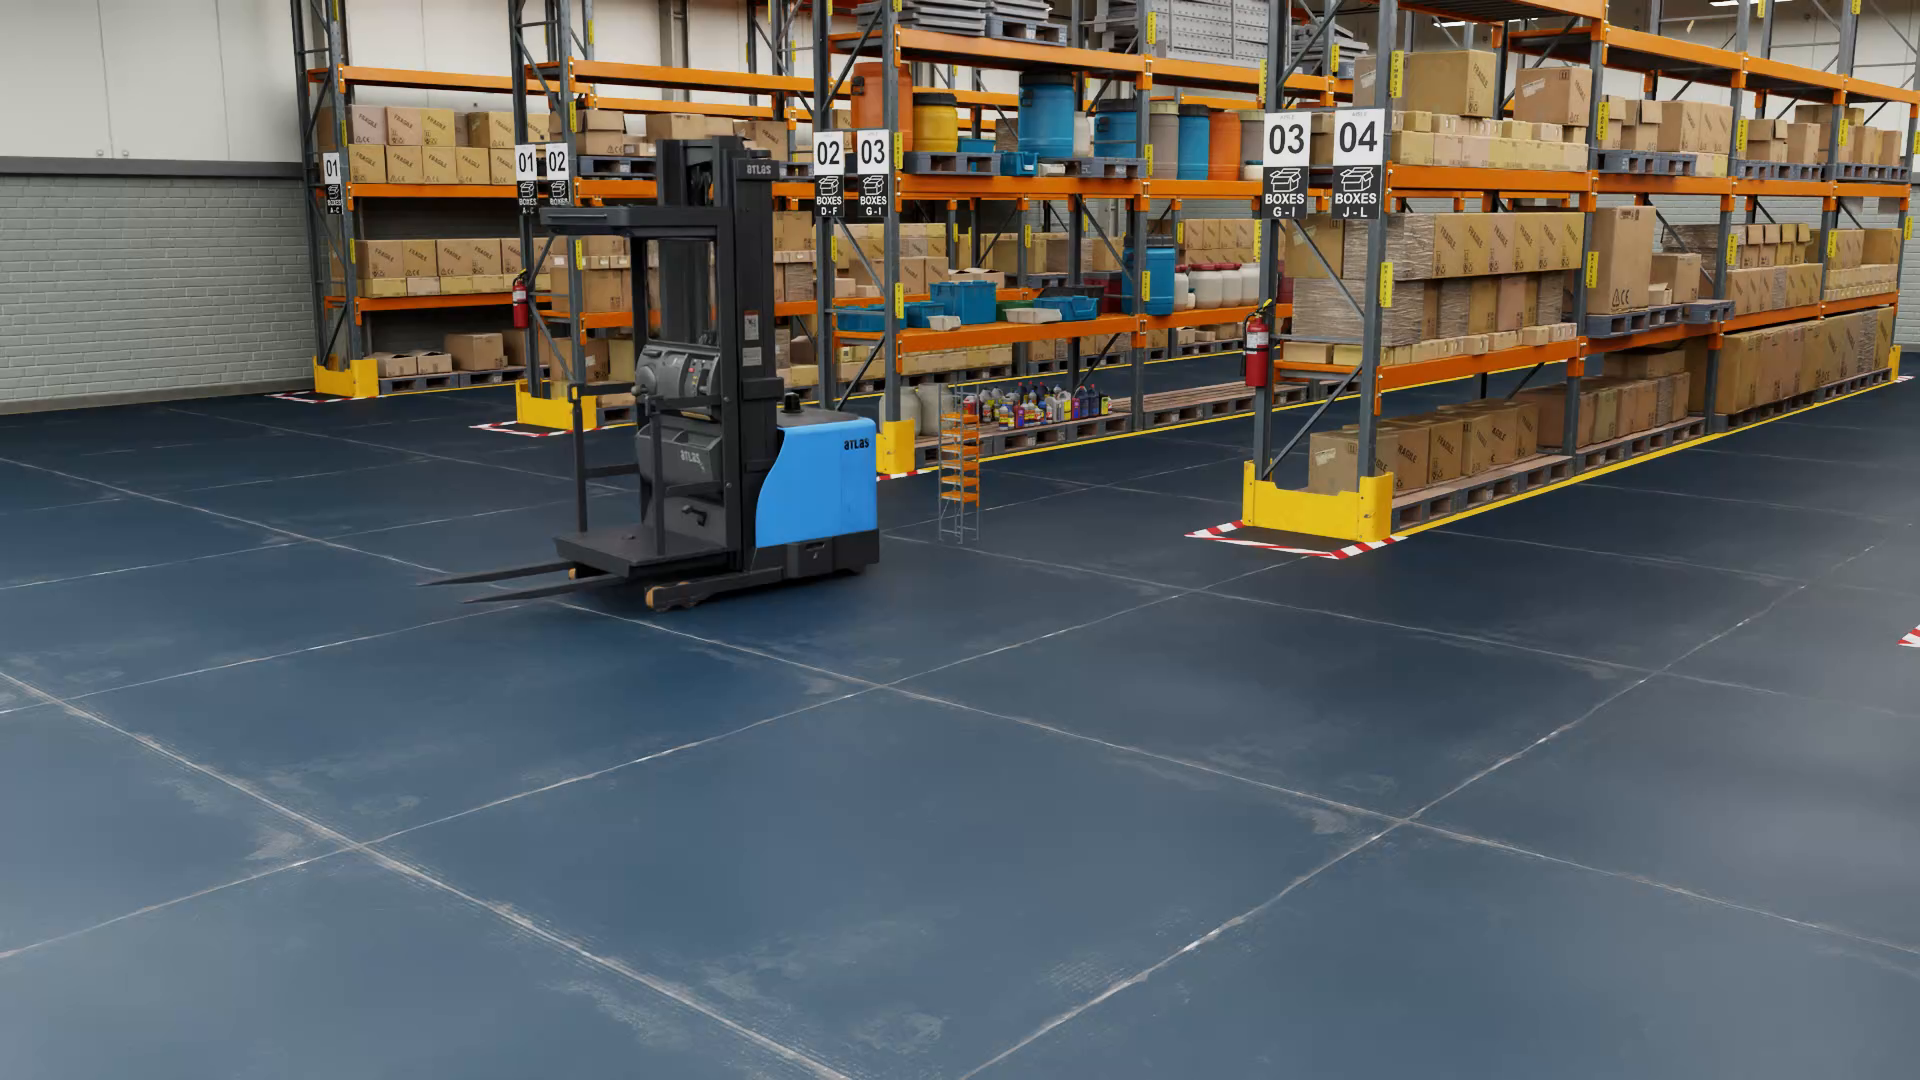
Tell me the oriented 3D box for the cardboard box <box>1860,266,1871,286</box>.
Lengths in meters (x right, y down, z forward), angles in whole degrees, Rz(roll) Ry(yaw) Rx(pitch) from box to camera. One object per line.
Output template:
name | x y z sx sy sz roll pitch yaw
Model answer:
cardboard box | 12.171 -3.630 22.849 0.500 0.250 0.500 10 15 40

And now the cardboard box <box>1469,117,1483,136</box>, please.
cardboard box | 3.982 -3.326 13.412 0.380 0.149 0.250 9 14 38

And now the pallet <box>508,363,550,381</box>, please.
pallet | -6.197 -2.575 25.062 1.003 0.211 1.213 10 15 40

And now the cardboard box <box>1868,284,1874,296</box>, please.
cardboard box | 12.472 -3.483 23.132 0.380 0.149 0.250 10 15 41

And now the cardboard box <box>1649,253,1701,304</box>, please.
cardboard box | 7.403 -2.788 17.684 0.500 0.500 0.700 -9 15 -39

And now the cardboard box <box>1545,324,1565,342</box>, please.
cardboard box | 5.289 -1.896 15.186 0.380 0.149 0.250 10 15 40

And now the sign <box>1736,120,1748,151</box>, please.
sign | 8.429 -4.367 17.937 0.100 0.325 0.005 10 15 40

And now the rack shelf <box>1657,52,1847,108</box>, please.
rack shelf | 9.343 -5.400 19.629 1.077 0.370 4.000 10 15 40

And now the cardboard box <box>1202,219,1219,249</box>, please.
cardboard box | 4.087 -5.231 28.434 0.500 0.500 0.500 9 15 39

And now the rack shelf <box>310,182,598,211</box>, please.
rack shelf | -7.100 -4.869 23.610 1.077 0.370 4.000 10 15 40

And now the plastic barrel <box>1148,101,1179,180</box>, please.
plastic barrel | 2.266 -4.680 19.548 0.600 0.901 0.600 0 11 0

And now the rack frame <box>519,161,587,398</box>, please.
rack frame | -4.697 -2.817 19.156 1.000 3.000 0.127 10 15 40

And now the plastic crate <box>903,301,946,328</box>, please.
plastic crate | -0.440 -2.310 16.999 0.499 0.251 0.408 10 15 40

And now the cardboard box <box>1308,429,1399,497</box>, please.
cardboard box | 3.167 -0.605 13.394 0.500 0.500 0.500 -9 14 -37

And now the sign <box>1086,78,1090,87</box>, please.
sign | 2.540 -9.177 33.098 0.100 0.325 0.005 10 15 40

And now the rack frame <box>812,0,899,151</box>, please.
rack frame | -0.979 -5.118 15.360 1.000 3.000 0.127 10 15 40

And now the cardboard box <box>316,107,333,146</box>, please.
cardboard box | -8.332 -5.574 22.444 0.500 0.500 0.500 11 15 43

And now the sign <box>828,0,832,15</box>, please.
sign | -1.656 -6.808 21.031 0.100 0.325 0.005 10 15 40

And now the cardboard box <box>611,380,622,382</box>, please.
cardboard box | -3.848 -1.799 20.006 0.500 0.250 0.500 10 15 40

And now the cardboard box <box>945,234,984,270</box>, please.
cardboard box | -0.129 -5.447 31.559 0.980 0.700 0.700 10 15 41

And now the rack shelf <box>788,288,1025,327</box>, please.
rack shelf | -0.736 -3.347 23.647 1.077 0.370 4.000 10 15 40

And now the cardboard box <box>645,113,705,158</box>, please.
cardboard box | -3.395 -4.821 19.844 0.500 0.500 0.500 10 15 40

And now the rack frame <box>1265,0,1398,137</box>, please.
rack frame | 2.742 -4.477 12.154 1.000 3.000 0.127 10 15 40

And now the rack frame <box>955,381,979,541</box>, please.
rack frame | 0.051 -0.600 12.650 0.240 1.200 0.006 10 15 40

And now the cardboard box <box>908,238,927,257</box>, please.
cardboard box | -0.944 -5.250 30.274 0.500 0.500 0.500 10 15 41

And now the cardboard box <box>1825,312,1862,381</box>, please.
cardboard box | 11.753 -2.684 22.845 0.875 0.875 0.875 10 15 40

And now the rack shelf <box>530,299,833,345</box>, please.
rack shelf | -3.377 -2.758 20.700 1.077 0.370 4.000 10 15 40

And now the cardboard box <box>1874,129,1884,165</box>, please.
cardboard box | 12.539 -5.514 23.418 0.700 0.500 0.500 9 14 38

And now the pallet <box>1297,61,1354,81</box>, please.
pallet | 4.802 -6.108 21.822 1.213 0.211 1.003 10 15 40

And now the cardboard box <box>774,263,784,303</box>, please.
cardboard box | -2.688 -3.310 21.370 0.700 0.500 0.500 10 15 40

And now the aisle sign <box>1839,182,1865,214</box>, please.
aisle sign | 13.126 -5.214 24.520 0.394 0.787 0.004 10 15 40

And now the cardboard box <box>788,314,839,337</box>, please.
cardboard box | -2.556 -3.877 28.880 0.750 0.750 0.750 10 15 40

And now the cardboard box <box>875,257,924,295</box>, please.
cardboard box | -0.859 -3.717 23.405 0.500 0.500 0.500 10 15 40

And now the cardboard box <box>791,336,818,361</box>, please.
cardboard box | -2.004 -2.635 22.760 0.500 0.311 0.500 10 15 40

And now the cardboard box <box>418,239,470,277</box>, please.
cardboard box | -7.200 -3.939 23.191 0.500 0.500 0.500 9 14 39

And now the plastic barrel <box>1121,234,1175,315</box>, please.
plastic barrel | 2.145 -3.028 18.933 0.600 0.901 0.708 10 15 40

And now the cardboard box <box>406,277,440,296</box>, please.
cardboard box | -7.528 -3.502 22.919 0.500 0.250 0.500 9 15 39

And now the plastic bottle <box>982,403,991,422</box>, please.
plastic bottle | 0.289 -1.387 18.018 0.097 0.201 0.097 0 11 0

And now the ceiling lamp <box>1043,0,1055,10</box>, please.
ceiling lamp | 1.058 -10.541 27.609 0.800 3.185 2.000 10 15 40

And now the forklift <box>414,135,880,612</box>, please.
forklift | -2.003 -1.098 10.727 3.031 2.935 1.130 -10 15 -40

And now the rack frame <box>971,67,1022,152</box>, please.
rack frame | 0.584 -6.936 24.462 1.000 3.000 0.127 10 15 40

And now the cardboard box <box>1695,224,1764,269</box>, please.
cardboard box | 8.950 -3.455 19.532 0.797 0.503 0.637 10 15 42

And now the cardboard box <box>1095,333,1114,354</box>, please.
cardboard box | 2.116 -3.242 26.545 0.500 0.500 0.500 9 14 38

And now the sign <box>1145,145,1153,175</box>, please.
sign | 2.068 -4.167 18.235 0.100 0.325 0.005 10 15 40

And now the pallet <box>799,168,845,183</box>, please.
pallet | -1.484 -4.914 22.486 0.805 0.209 1.217 9 14 38

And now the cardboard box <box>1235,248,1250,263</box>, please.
cardboard box | 4.768 -4.895 29.307 0.500 0.500 0.500 9 15 40

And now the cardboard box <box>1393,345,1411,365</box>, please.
cardboard box | 3.289 -1.458 12.993 0.380 0.149 0.250 10 15 40

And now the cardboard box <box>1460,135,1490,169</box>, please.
cardboard box | 3.920 -3.120 13.396 0.500 0.250 0.500 10 15 40

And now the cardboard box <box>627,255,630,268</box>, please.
cardboard box | -3.938 -3.290 19.612 0.380 0.149 0.250 10 15 41

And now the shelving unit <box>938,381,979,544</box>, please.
shelving unit | -0.010 -0.586 12.583 0.258 1.200 0.189 10 15 40

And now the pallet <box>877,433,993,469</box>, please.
pallet | -0.423 -0.945 16.902 1.003 0.211 1.213 10 15 40

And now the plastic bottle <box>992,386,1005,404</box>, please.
plastic bottle | 0.412 -1.526 18.332 0.144 0.351 0.185 10 15 40

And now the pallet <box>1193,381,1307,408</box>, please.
pallet | 3.762 -1.877 21.568 1.003 0.211 1.213 10 15 40

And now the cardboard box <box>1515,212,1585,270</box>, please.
cardboard box | 5.292 -2.708 15.041 0.500 0.500 0.500 10 15 40

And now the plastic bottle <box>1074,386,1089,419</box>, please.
plastic bottle | 1.327 -1.521 18.308 0.144 0.351 0.185 9 14 38

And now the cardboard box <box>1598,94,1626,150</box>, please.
cardboard box | 5.767 -3.908 15.625 0.797 0.503 0.637 9 14 38
